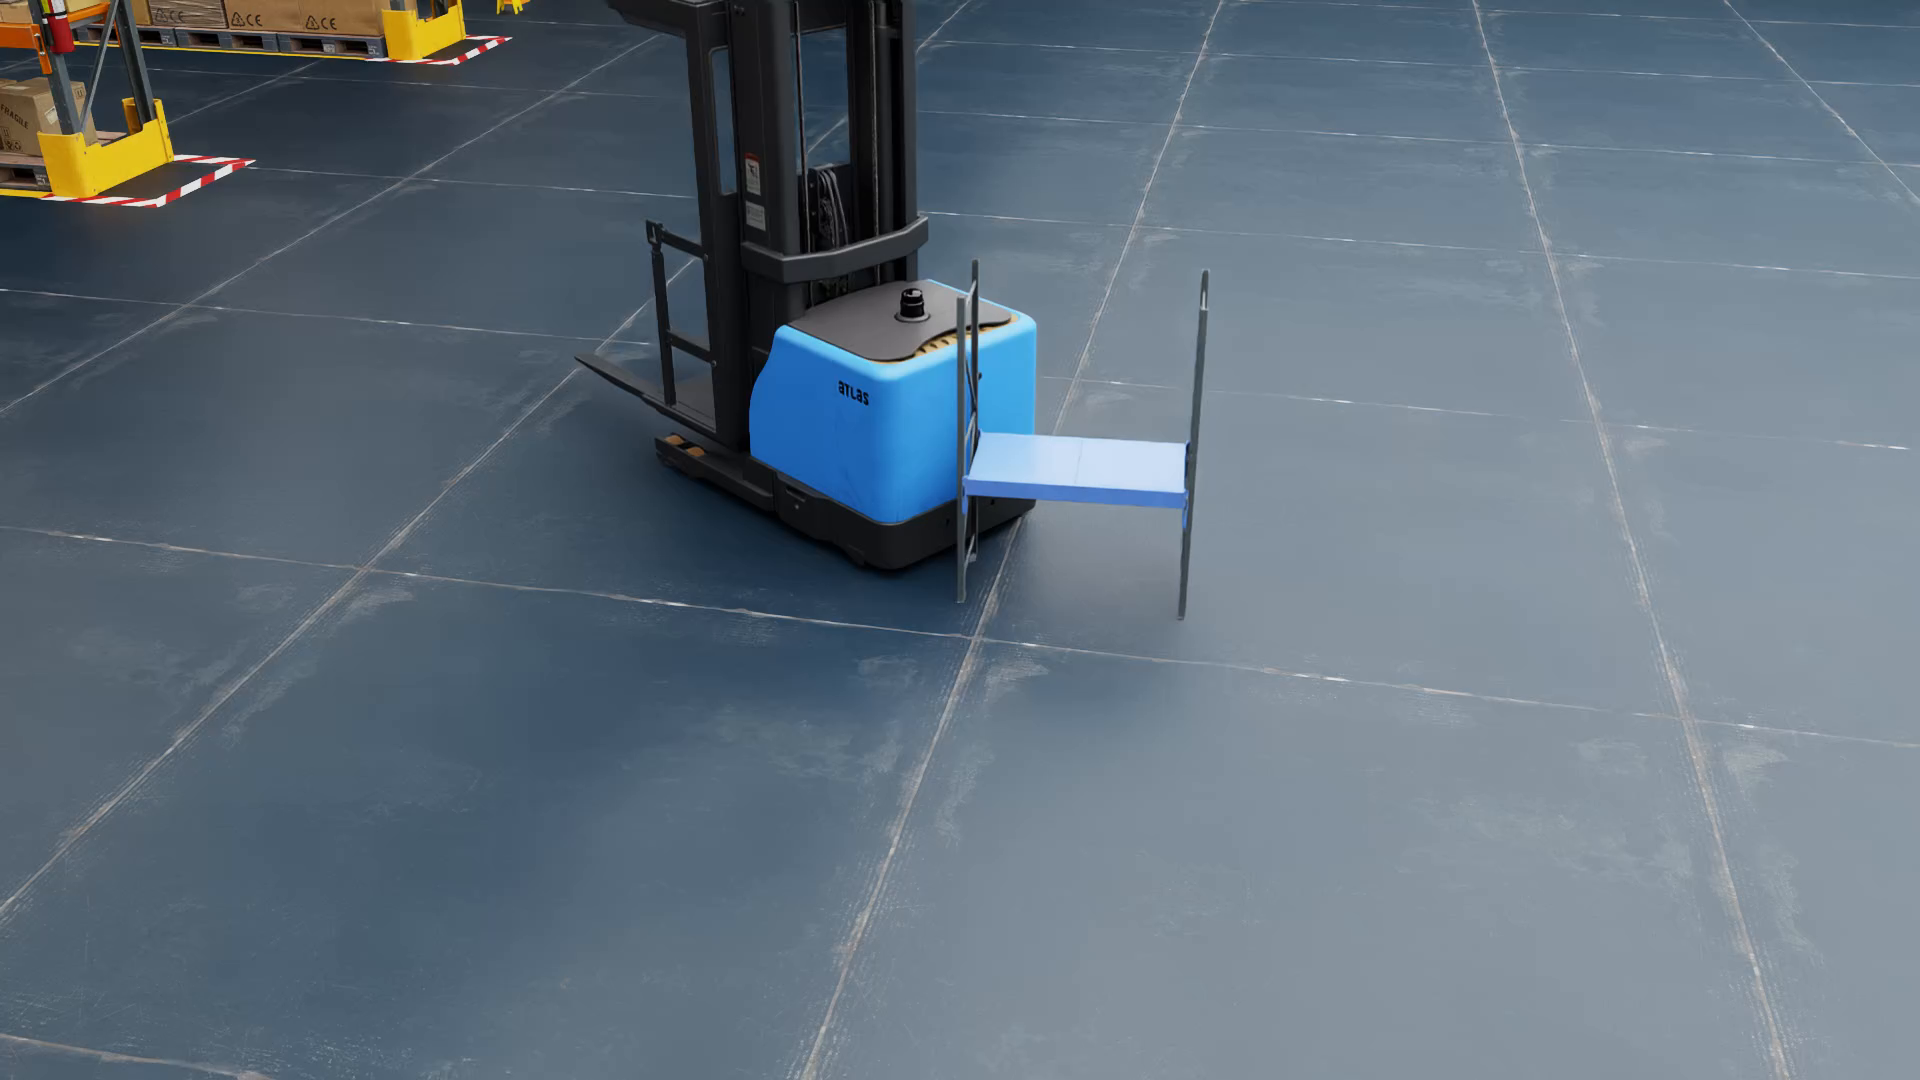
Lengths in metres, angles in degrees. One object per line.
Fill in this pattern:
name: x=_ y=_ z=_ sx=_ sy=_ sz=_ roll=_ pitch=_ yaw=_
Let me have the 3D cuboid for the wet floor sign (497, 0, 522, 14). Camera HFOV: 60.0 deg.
wet floor sign: x=-5.320 y=-6.523 z=19.492 sx=0.232 sy=0.644 sz=0.267 roll=1 pitch=29 yaw=2

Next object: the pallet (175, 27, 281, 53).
pallet: x=-7.749 y=-5.572 z=18.208 sx=1.213 sy=0.211 sz=1.003 roll=6 pitch=29 yaw=11

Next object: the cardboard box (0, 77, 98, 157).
cardboard box: x=-7.503 y=-3.467 z=13.625 sx=0.500 sy=0.500 sz=0.500 roll=11 pitch=31 yaw=20

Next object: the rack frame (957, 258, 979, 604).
rack frame: x=0.037 y=-0.480 z=7.564 sx=0.032 sy=1.500 sz=0.500 roll=4 pitch=29 yaw=7

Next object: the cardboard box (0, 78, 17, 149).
cardboard box: x=-8.095 y=-3.511 z=13.706 sx=0.500 sy=0.500 sz=0.500 roll=14 pitch=32 yaw=24

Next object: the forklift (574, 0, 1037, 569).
forklift: x=-0.993 y=-1.764 z=8.419 sx=1.130 sy=2.935 sz=3.031 roll=-24 pitch=37 yaw=-37

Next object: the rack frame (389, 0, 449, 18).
rack frame: x=-5.762 y=-6.628 z=17.234 sx=0.127 sy=3.000 sz=1.000 roll=6 pitch=29 yaw=11

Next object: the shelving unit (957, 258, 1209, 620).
shelving unit: x=0.540 y=-0.446 z=7.502 sx=1.048 sy=1.500 sz=0.538 roll=4 pitch=29 yaw=7

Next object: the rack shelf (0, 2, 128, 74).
rack shelf: x=-8.852 y=-4.194 z=13.536 sx=4.000 sy=0.370 sz=1.077 roll=6 pitch=29 yaw=11

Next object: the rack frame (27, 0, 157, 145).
rack frame: x=-6.896 y=-4.309 z=12.997 sx=0.127 sy=3.000 sz=1.000 roll=6 pitch=29 yaw=11

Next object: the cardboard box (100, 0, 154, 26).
cardboard box: x=-9.073 y=-6.186 z=18.200 sx=0.875 sy=0.875 sz=0.875 roll=6 pitch=29 yaw=11

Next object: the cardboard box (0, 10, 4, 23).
cardboard box: x=-7.462 y=-4.156 z=12.979 sx=0.250 sy=0.149 sz=0.380 roll=6 pitch=29 yaw=11

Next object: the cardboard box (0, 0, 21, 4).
cardboard box: x=-7.428 y=-4.551 z=13.026 sx=0.500 sy=0.500 sz=0.875 roll=6 pitch=29 yaw=11

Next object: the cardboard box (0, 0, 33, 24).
cardboard box: x=-7.218 y=-4.131 z=12.933 sx=0.250 sy=0.149 sz=0.380 roll=6 pitch=29 yaw=11

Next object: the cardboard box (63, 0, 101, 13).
cardboard box: x=-7.125 y=-4.339 z=13.314 sx=0.250 sy=0.149 sz=0.380 roll=6 pitch=29 yaw=11

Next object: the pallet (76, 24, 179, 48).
pallet: x=-8.946 y=-5.693 z=18.429 sx=1.213 sy=0.211 sz=1.003 roll=6 pitch=29 yaw=11

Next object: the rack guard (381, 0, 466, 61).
rack guard: x=-5.738 y=-5.529 z=17.829 sx=0.348 sy=0.500 sz=1.175 roll=6 pitch=29 yaw=11

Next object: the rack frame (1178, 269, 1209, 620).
rack frame: x=1.044 y=-0.412 z=7.440 sx=0.032 sy=1.500 sz=0.500 roll=4 pitch=29 yaw=7

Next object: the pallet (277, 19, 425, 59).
pallet: x=-6.560 y=-5.449 z=17.983 sx=1.213 sy=0.211 sz=1.003 roll=6 pitch=29 yaw=11

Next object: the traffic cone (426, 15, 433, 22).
traffic cone: x=-5.984 y=-6.236 z=19.158 sx=0.334 sy=0.463 sz=0.336 roll=6 pitch=29 yaw=11

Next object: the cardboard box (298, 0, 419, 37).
cardboard box: x=-6.439 y=-5.917 z=17.710 sx=0.875 sy=0.875 sz=0.875 roll=6 pitch=29 yaw=11

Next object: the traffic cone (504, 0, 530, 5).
traffic cone: x=-5.416 y=-6.732 z=20.065 sx=0.334 sy=0.463 sz=0.336 roll=6 pitch=29 yaw=11

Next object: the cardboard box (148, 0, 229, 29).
cardboard box: x=-8.191 y=-6.097 z=18.039 sx=0.875 sy=0.875 sz=0.875 roll=6 pitch=29 yaw=11

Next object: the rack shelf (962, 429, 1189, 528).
rack shelf: x=0.540 y=-0.288 z=7.589 sx=1.000 sy=0.185 sz=0.538 roll=4 pitch=29 yaw=7

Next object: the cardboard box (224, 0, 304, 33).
cardboard box: x=-7.300 y=-6.005 z=17.870 sx=0.875 sy=0.875 sz=0.875 roll=5 pitch=29 yaw=10

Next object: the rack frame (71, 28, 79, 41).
rack frame: x=-9.673 y=-7.029 z=17.966 sx=0.127 sy=3.000 sz=1.000 roll=6 pitch=29 yaw=11

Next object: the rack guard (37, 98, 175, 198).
rack guard: x=-6.971 y=-3.220 z=13.611 sx=0.348 sy=0.500 sz=1.175 roll=6 pitch=29 yaw=11

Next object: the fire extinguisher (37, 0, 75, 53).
fire extinguisher: x=-6.880 y=-4.047 z=12.600 sx=0.183 sy=0.674 sz=0.296 roll=6 pitch=29 yaw=11

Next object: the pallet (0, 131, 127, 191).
pallet: x=-7.758 y=-3.192 z=13.860 sx=1.213 sy=0.211 sz=1.003 roll=6 pitch=29 yaw=11
